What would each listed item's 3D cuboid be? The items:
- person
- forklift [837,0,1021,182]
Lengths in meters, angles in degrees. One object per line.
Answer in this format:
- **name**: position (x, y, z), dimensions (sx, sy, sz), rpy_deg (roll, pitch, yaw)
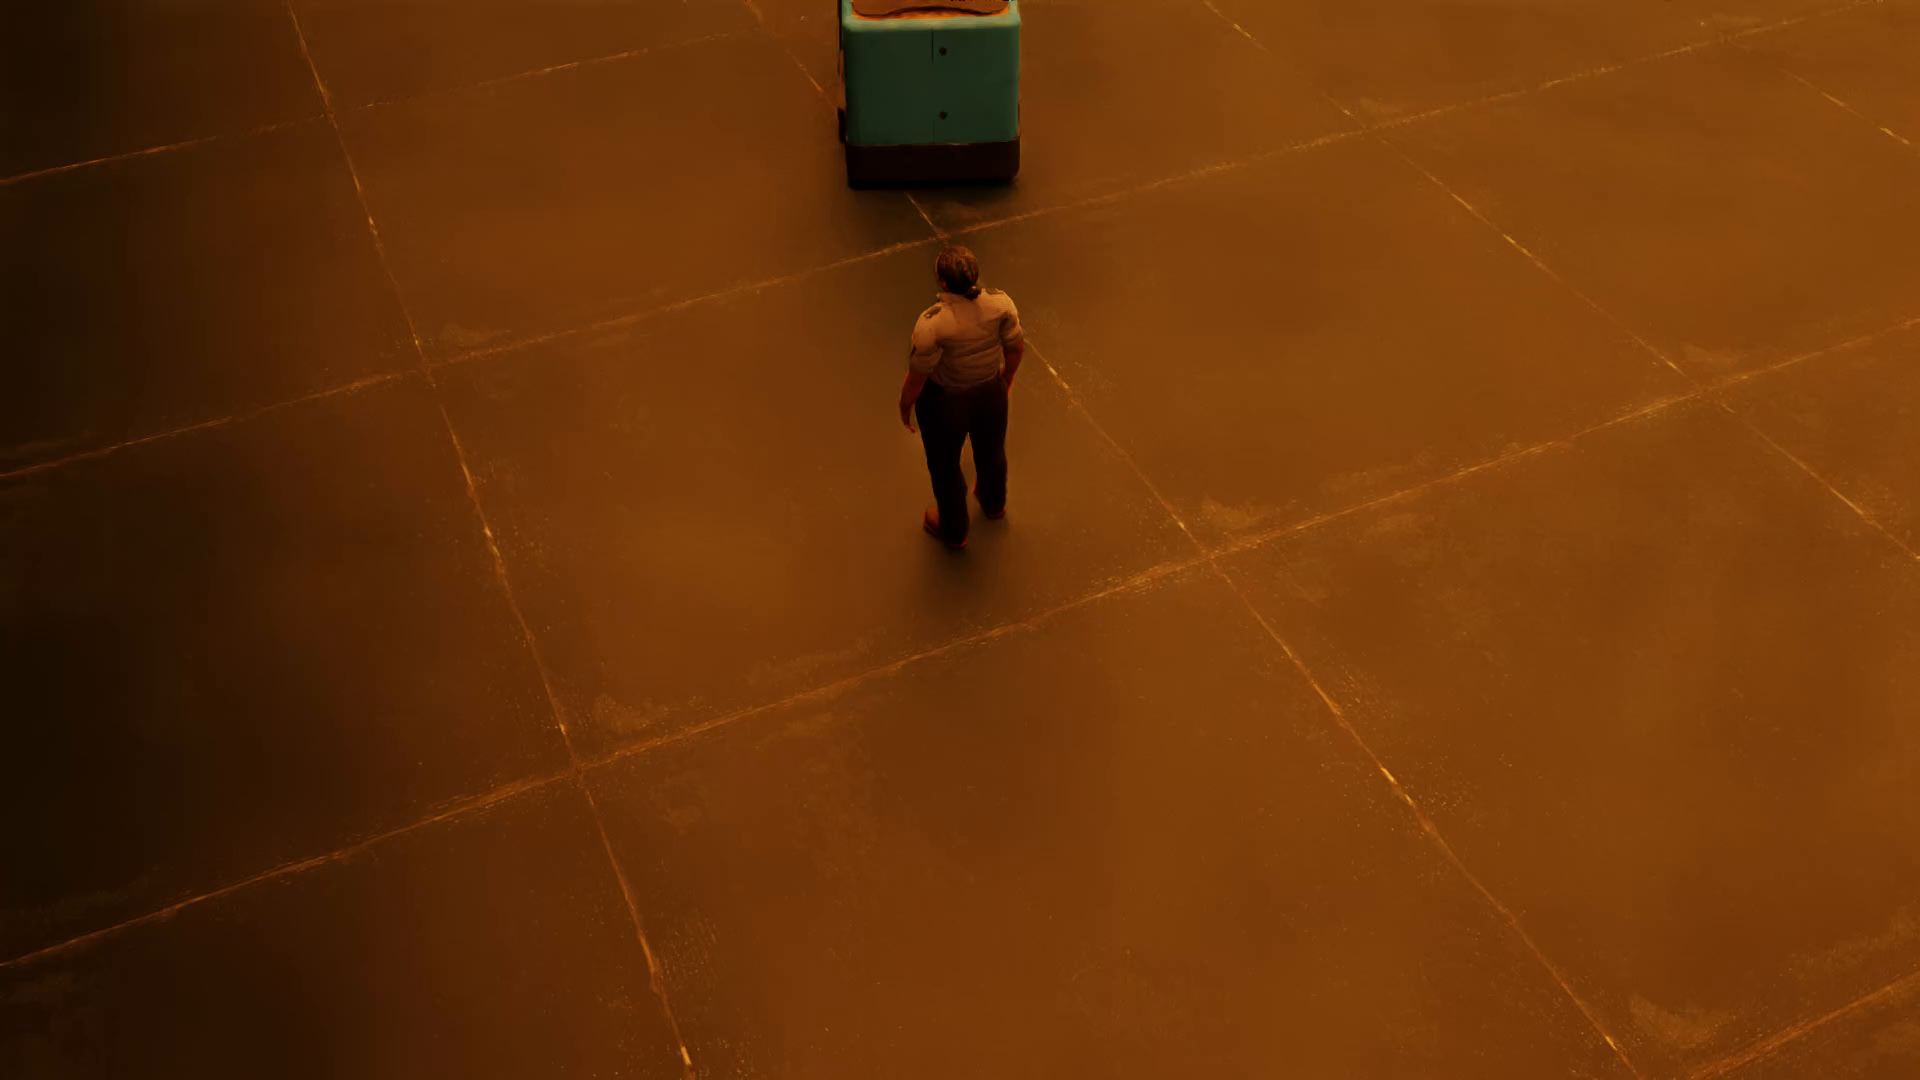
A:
- **person**: position (-0.017, -0.666, 7.332), dimensions (0.599, 1.640, 0.501), rpy_deg (-18, 46, -18)
- **forklift**: position (-0.256, -4.231, 10.214), dimensions (1.130, 2.935, 3.031), rpy_deg (-3, 43, -3)
